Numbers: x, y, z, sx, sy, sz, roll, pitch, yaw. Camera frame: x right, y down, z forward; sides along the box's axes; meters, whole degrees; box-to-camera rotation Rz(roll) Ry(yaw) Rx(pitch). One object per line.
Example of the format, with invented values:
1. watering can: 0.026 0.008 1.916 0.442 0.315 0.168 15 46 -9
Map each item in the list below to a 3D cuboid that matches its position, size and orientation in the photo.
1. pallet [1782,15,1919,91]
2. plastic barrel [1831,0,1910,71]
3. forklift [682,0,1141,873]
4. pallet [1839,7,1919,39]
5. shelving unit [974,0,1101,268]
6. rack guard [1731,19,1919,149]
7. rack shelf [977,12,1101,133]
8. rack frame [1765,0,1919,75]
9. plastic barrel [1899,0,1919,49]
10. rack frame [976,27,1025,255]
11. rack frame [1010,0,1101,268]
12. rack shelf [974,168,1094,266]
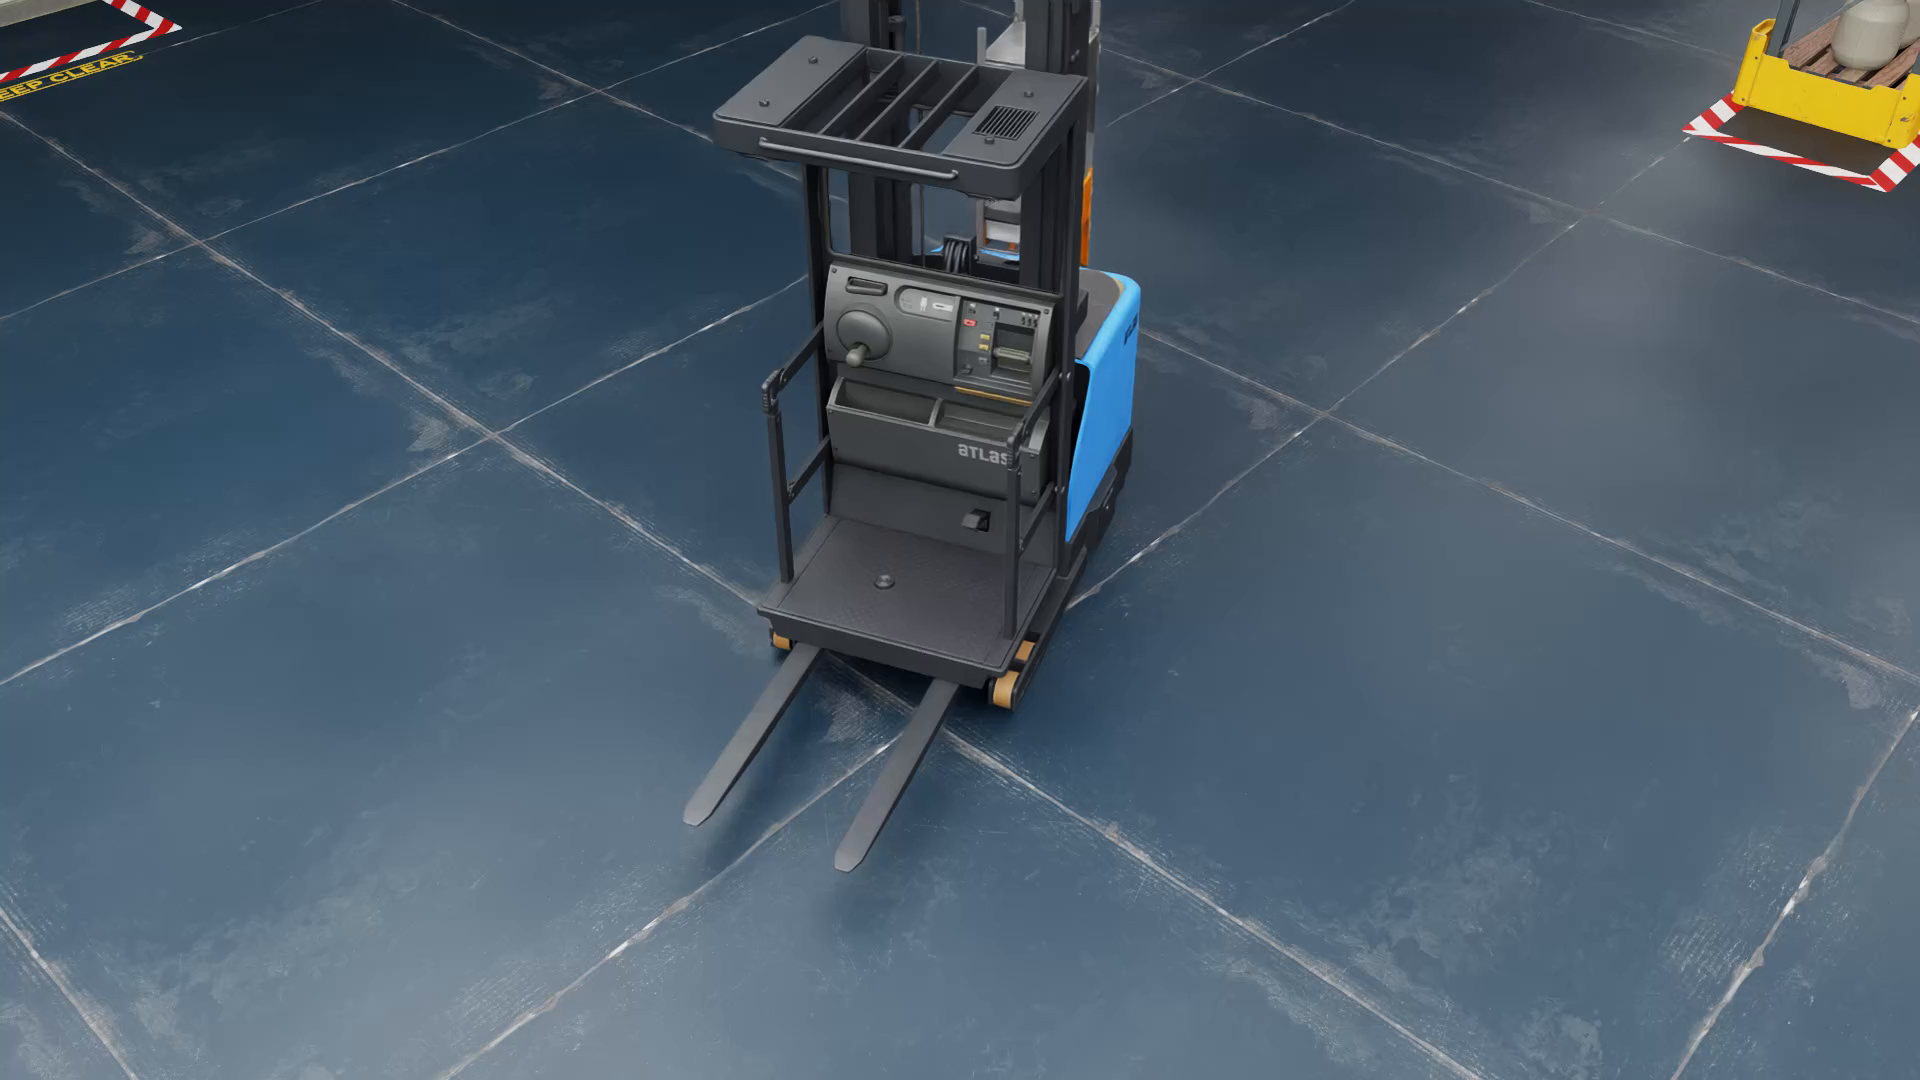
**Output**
1. pallet: 6.458 -3.349 11.791 1.003 0.211 1.213 30 47 32
2. plastic barrel: 6.277 -3.539 11.452 0.421 0.512 0.421 0 38 0
3. forklift: -0.167 -0.745 6.332 1.130 2.935 3.031 13 40 16
4. pallet: 7.281 -3.906 12.493 1.003 0.211 1.213 30 47 32
5. shelving unit: 0.353 -1.478 7.922 0.431 2.100 0.503 13 40 16
6. rack guard: 5.906 -3.091 11.235 1.175 0.500 0.348 30 47 32
7. rack shelf: 0.353 -2.015 7.495 0.431 0.518 0.480 13 40 16
8. rack frame: 5.889 -4.014 10.388 1.000 3.000 0.127 30 47 32
9. plastic barrel: 6.615 -3.770 11.742 0.421 0.512 0.421 0 38 0
10. rack frame: 0.266 -1.336 7.743 0.400 2.100 0.015 13 40 16
11. rack frame: 0.440 -1.620 8.100 0.400 2.100 0.015 13 40 16
12. rack shelf: 0.353 -1.467 7.930 0.431 0.518 0.480 13 40 16
